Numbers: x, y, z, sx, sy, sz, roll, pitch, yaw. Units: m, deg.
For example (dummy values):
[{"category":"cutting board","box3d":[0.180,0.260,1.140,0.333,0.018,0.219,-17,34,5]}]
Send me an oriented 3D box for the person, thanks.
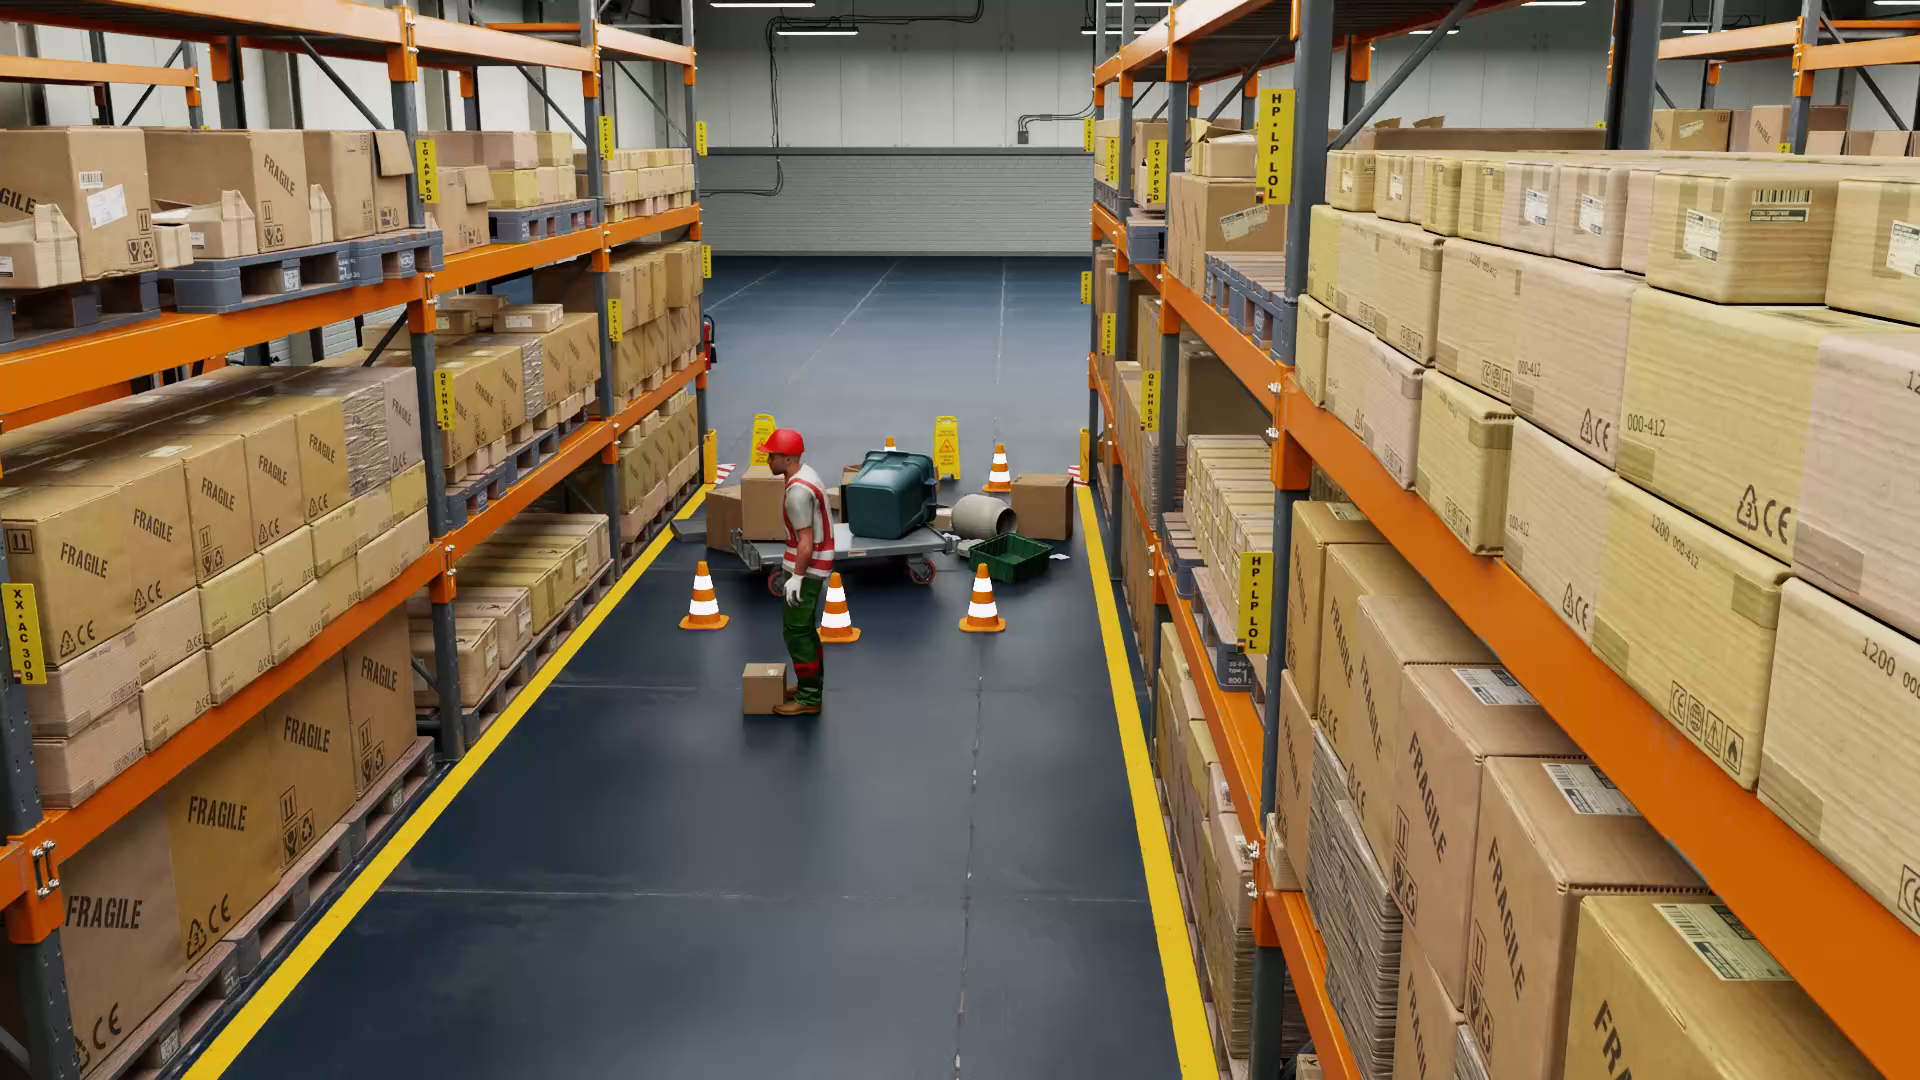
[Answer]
[{"category":"person","box3d":[-0.991,0.190,10.192,0.452,1.778,0.618,0,14,-2]}]
